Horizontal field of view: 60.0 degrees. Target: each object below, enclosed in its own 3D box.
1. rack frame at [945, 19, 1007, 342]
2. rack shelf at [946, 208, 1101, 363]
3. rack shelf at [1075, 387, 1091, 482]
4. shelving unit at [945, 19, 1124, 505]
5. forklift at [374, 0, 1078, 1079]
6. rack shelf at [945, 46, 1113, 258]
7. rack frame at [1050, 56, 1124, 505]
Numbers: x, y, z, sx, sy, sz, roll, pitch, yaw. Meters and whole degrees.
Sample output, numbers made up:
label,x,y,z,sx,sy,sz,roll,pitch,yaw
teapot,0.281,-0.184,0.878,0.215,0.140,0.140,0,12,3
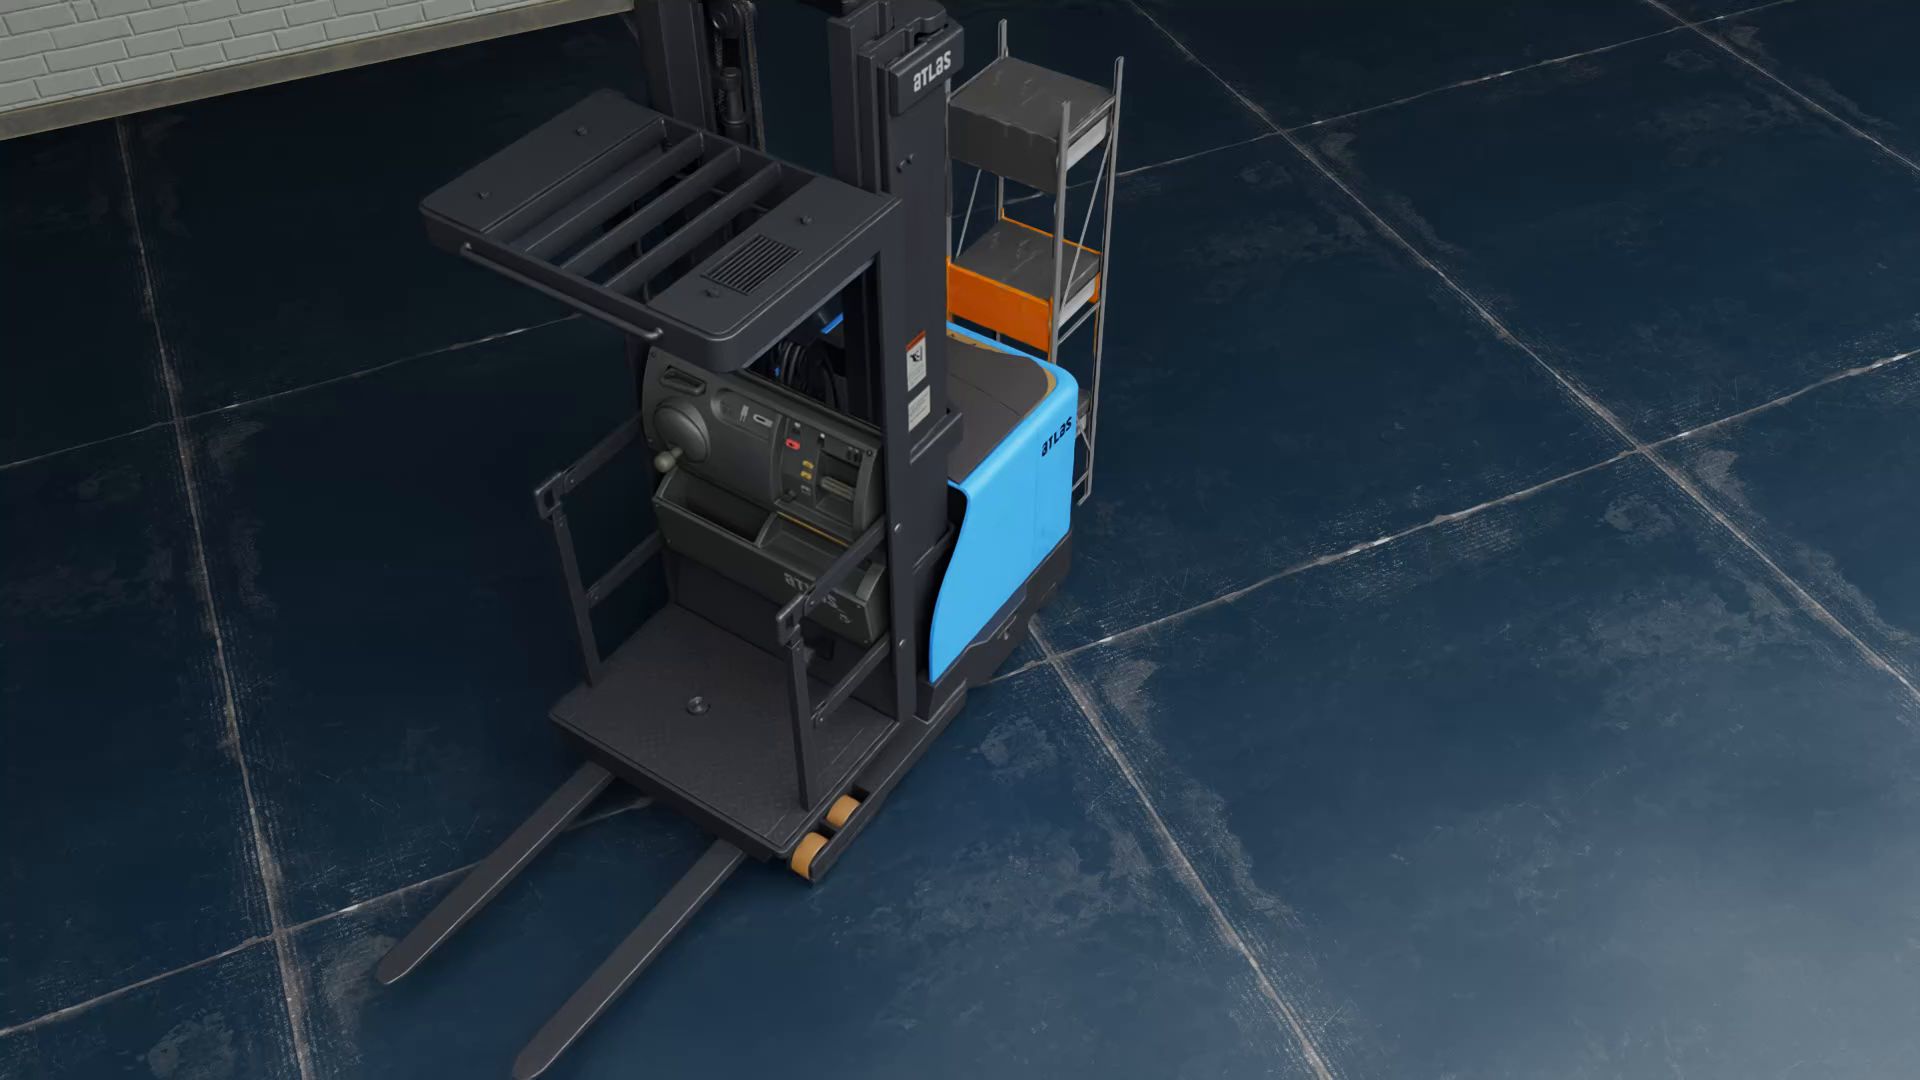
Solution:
label,x,y,z,sx,sy,sz,roll,pitch,yaw
rack frame,0.054,-1.029,6.667,0.015,2.100,0.400,25,50,23
rack shelf,0.257,-0.924,6.580,0.480,0.518,0.431,25,50,23
rack shelf,0.257,-0.426,7.072,0.480,0.518,0.431,25,50,23
shelving unit,0.257,-0.934,6.571,0.503,2.100,0.431,25,50,23
forklift,-0.777,-0.228,5.263,1.130,2.935,3.031,25,50,23
rack shelf,0.257,-1.423,6.089,0.480,0.518,0.431,25,50,23
rack frame,0.459,-0.839,6.474,0.015,2.100,0.400,25,50,23
